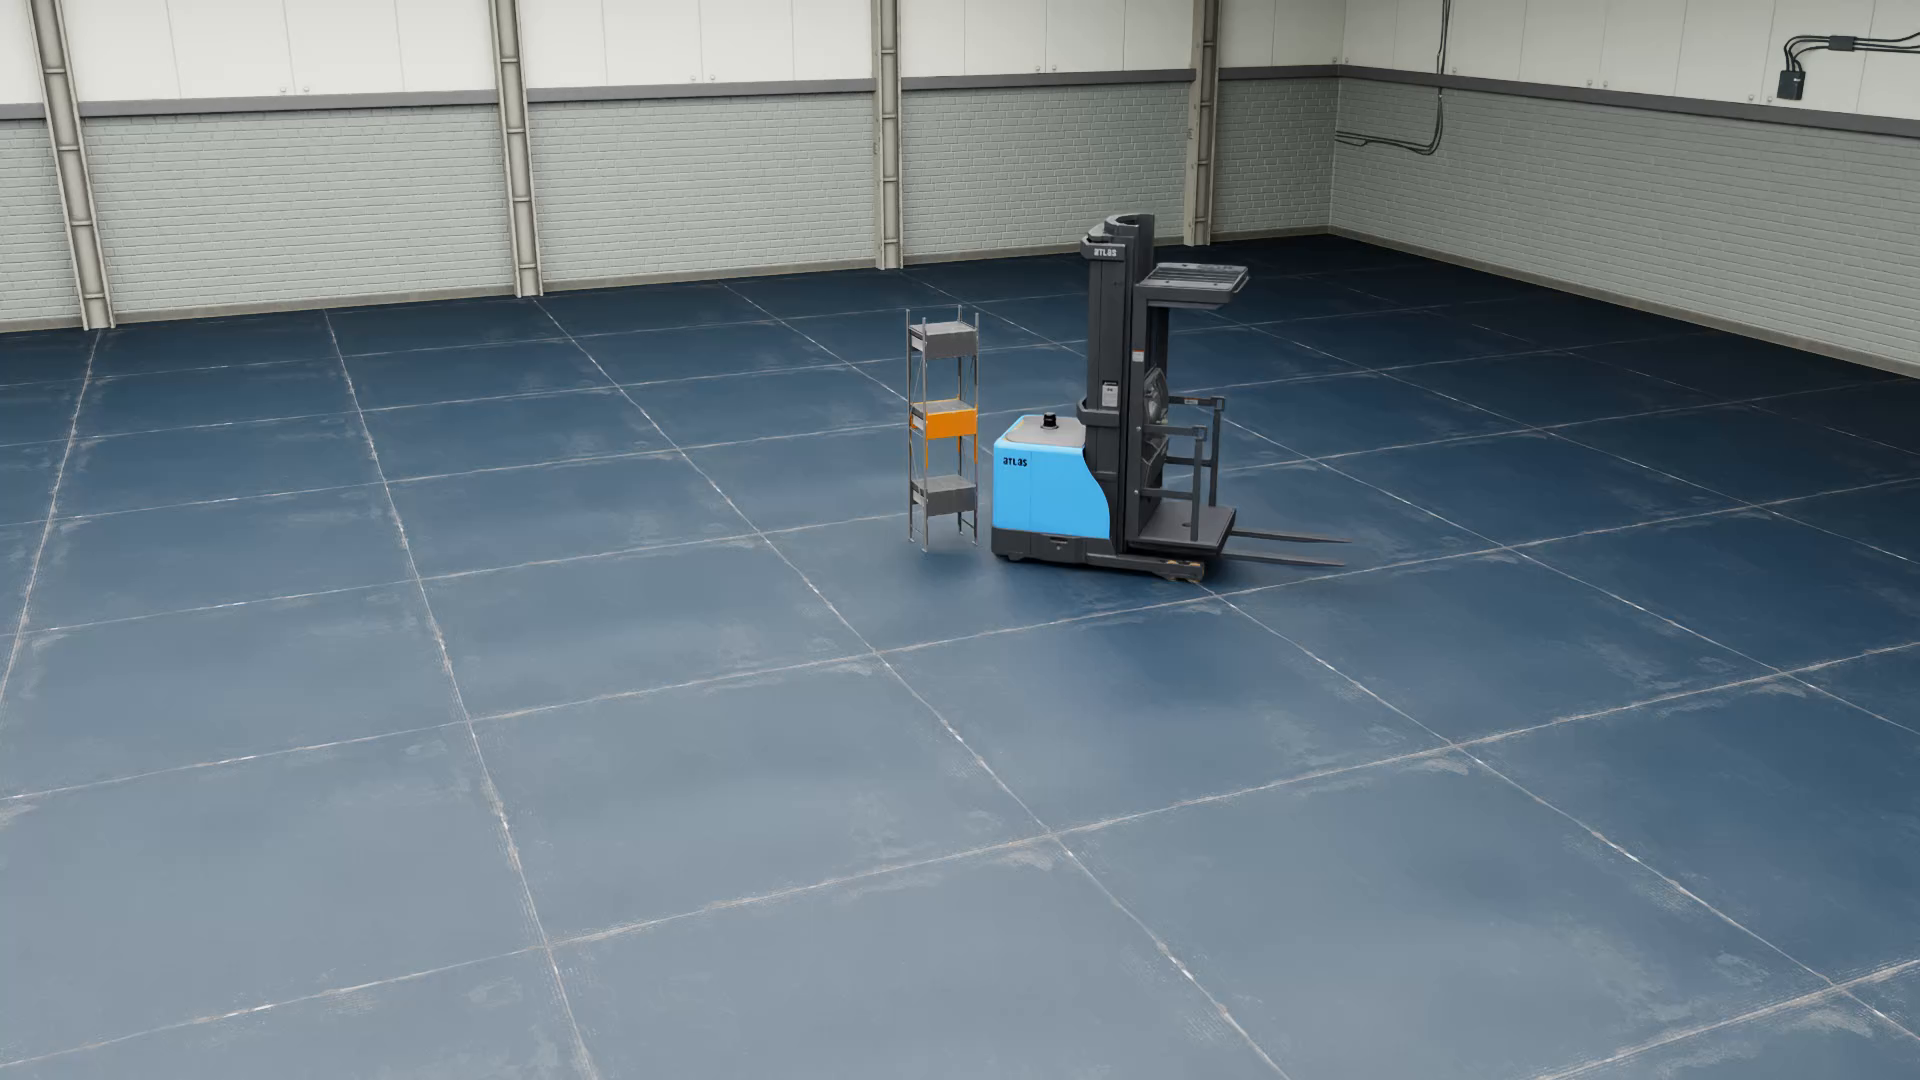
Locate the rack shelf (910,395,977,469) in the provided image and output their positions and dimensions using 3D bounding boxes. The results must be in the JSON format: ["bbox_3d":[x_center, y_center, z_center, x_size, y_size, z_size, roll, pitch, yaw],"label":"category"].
[{"bbox_3d":[-0.152,-0.956,14.616,0.480,0.518,0.431,-8,21,-22],"label":"rack shelf"}]

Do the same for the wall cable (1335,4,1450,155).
[{"bbox_3d":[7.542,-8.159,29.321,0.112,2.526,3.097,-8,21,-22],"label":"wall cable"}]

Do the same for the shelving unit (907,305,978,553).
[{"bbox_3d":[-0.152,-0.969,14.611,0.503,2.100,0.431,-8,21,-22],"label":"shelving unit"}]

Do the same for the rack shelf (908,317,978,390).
[{"bbox_3d":[-0.152,-1.616,14.384,0.480,0.518,0.431,-8,21,-22],"label":"rack shelf"}]

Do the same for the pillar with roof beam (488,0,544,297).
[{"bbox_3d":[-5.000,-6.748,20.638,0.400,9.000,9.100,-8,21,-22],"label":"pillar with roof beam"}]

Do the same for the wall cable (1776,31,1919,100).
[{"bbox_3d":[11.288,-8.331,20.012,0.169,6.003,2.305,-8,21,-22],"label":"wall cable"}]

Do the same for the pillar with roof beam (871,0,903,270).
[{"bbox_3d":[0.509,-7.537,22.880,0.400,9.000,9.100,-8,21,-22],"label":"pillar with roof beam"}]

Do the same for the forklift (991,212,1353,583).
[{"bbox_3d":[1.849,-1.218,14.068,3.031,2.935,1.130,6,20,16],"label":"forklift"}]

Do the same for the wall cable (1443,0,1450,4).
[{"bbox_3d":[8.614,-9.716,26.139,0.112,2.526,3.097,-8,21,-22],"label":"wall cable"}]

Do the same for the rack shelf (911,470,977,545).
[{"bbox_3d":[-0.152,-0.295,14.848,0.480,0.518,0.431,-8,21,-22],"label":"rack shelf"}]

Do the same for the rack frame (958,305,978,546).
[{"bbox_3d":[0.072,-1.001,14.703,0.015,2.100,0.400,-8,21,-22],"label":"rack frame"}]

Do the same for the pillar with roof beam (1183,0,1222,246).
[{"bbox_3d":[6.019,-8.327,25.121,0.400,9.000,9.100,-8,21,-22],"label":"pillar with roof beam"}]

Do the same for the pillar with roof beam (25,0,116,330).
[{"bbox_3d":[-10.509,-5.959,18.396,0.400,9.000,9.100,-8,21,-22],"label":"pillar with roof beam"}]

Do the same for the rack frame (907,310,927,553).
[{"bbox_3d":[-0.376,-0.937,14.520,0.015,2.100,0.400,-8,21,-22],"label":"rack frame"}]
